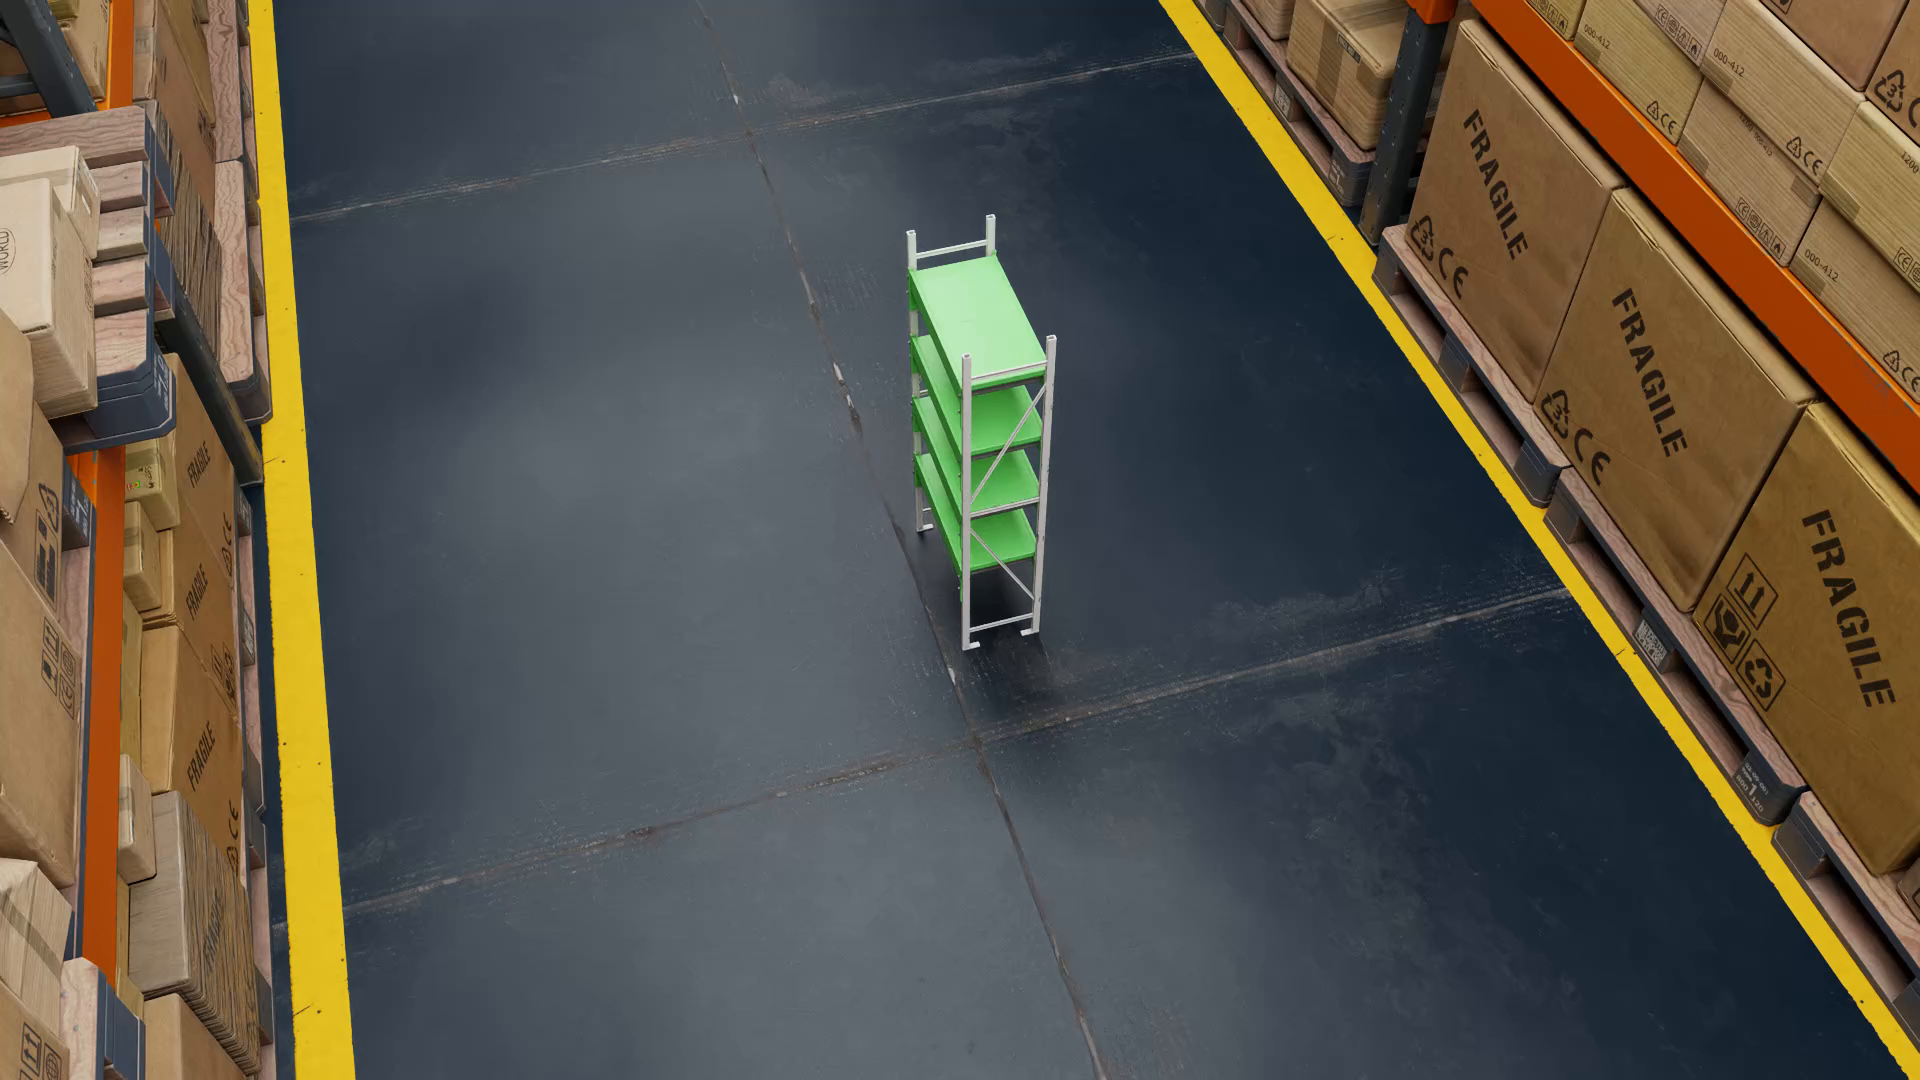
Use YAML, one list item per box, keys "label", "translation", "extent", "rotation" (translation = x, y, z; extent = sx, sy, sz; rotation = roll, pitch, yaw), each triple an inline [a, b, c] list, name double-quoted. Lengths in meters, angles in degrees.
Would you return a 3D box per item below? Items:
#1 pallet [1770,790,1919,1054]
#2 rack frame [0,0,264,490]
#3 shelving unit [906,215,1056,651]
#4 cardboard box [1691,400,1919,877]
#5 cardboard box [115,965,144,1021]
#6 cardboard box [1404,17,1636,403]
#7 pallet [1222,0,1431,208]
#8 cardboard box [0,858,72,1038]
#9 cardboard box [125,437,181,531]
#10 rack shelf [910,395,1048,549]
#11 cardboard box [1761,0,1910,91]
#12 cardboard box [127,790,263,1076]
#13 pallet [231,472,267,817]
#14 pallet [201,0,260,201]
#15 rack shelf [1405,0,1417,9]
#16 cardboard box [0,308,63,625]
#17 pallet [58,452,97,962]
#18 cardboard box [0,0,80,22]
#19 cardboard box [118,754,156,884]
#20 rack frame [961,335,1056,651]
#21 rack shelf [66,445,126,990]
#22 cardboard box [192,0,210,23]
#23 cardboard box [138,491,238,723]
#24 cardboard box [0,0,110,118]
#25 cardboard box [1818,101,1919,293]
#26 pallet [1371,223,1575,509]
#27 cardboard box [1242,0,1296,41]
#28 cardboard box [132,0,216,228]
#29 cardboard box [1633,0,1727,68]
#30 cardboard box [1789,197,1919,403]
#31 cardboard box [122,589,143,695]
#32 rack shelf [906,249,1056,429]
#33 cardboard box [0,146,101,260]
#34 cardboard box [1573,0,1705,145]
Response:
- label: "pallet"
  translation: [2.867, 1.070, 4.210]
  extent: [1.003, 0.211, 1.213]
  rotation: [-13, 51, -11]
- label: "rack frame"
  translation: [-2.756, -1.079, 4.198]
  extent: [1.000, 3.000, 0.127]
  rotation: [-13, 51, -11]
- label: "shelving unit"
  translation: [0.049, -0.266, 4.689]
  extent: [0.258, 1.200, 0.503]
  rotation: [-13, 51, -11]
- label: "cardboard box"
  translation: [2.633, 0.174, 4.256]
  extent: [0.875, 0.875, 0.875]
  rotation: [-12, 51, -10]
- label: "cardboard box"
  translation: [-1.871, 1.042, 3.345]
  extent: [0.380, 0.149, 0.250]
  rotation: [-12, 51, -10]
- label: "cardboard box"
  translation: [2.109, -1.131, 5.357]
  extent: [0.875, 0.875, 0.875]
  rotation: [-14, 51, -11]
- label: "pallet"
  translation: [1.755, -1.876, 6.694]
  extent: [1.003, 0.211, 1.213]
  rotation: [-13, 51, -11]
- label: "cardboard box"
  translation: [-1.617, 0.649, 2.554]
  extent: [0.396, 0.266, 0.258]
  rotation: [-11, 51, -9]
- label: "cardboard box"
  translation: [-2.258, -0.122, 4.327]
  extent: [0.380, 0.149, 0.250]
  rotation: [-16, 52, -13]
- label: "rack shelf"
  translation: [0.049, -0.225, 4.738]
  extent: [0.258, 0.148, 0.480]
  rotation: [-13, 51, -11]
- label: "cardboard box"
  translation: [2.191, -1.401, 3.750]
  extent: [0.500, 0.500, 0.500]
  rotation: [-12, 51, -10]
- label: "cardboard box"
  translation: [-1.959, 0.976, 3.825]
  extent: [0.500, 0.500, 0.500]
  rotation: [-15, 51, -12]
- label: "pallet"
  translation: [-2.571, 0.374, 4.797]
  extent: [1.003, 0.211, 1.213]
  rotation: [-13, 51, -11]
- label: "pallet"
  translation: [-3.319, -1.680, 6.528]
  extent: [1.003, 0.211, 1.213]
  rotation: [-13, 51, -11]
- label: "rack shelf"
  translation: [1.393, -3.433, 6.653]
  extent: [1.077, 0.370, 4.000]
  rotation: [-13, 51, -11]
- label: "cardboard box"
  translation: [-2.097, -0.097, 3.028]
  extent: [0.797, 0.503, 0.637]
  rotation: [-14, 51, -12]
- label: "pallet"
  translation: [-2.177, 0.402, 3.074]
  extent: [1.003, 0.211, 1.213]
  rotation: [-13, 51, -11]
- label: "cardboard box"
  translation: [-2.630, -1.577, 4.388]
  extent: [0.500, 0.250, 0.500]
  rotation: [-13, 51, -11]
- label: "cardboard box"
  translation: [-2.003, 0.661, 3.667]
  extent: [0.380, 0.149, 0.250]
  rotation: [-16, 52, -13]
- label: "rack frame"
  translation: [0.121, -0.088, 4.539]
  extent: [0.240, 1.200, 0.015]
  rotation: [-13, 51, -11]
- label: "rack shelf"
  translation: [-2.165, 0.614, 3.241]
  extent: [1.077, 0.370, 4.000]
  rotation: [-13, 51, -11]
- label: "cardboard box"
  translation: [-3.552, -2.423, 6.609]
  extent: [0.875, 0.625, 0.625]
  rotation: [-14, 51, -11]
- label: "cardboard box"
  translation: [-2.288, 0.220, 4.463]
  extent: [0.500, 0.500, 0.500]
  rotation: [-14, 51, -12]
- label: "cardboard box"
  translation: [-2.654, -1.410, 4.575]
  extent: [0.500, 0.250, 0.500]
  rotation: [-13, 51, -11]
- label: "cardboard box"
  translation: [2.323, -0.773, 3.711]
  extent: [0.500, 0.250, 0.500]
  rotation: [-13, 51, -10]
- label: "pallet"
  translation: [2.146, -0.712, 5.712]
  extent: [1.003, 0.211, 1.213]
  rotation: [-13, 51, -11]
- label: "cardboard box"
  translation: [1.601, -2.444, 6.793]
  extent: [0.950, 0.372, 0.625]
  rotation: [-14, 51, -12]
- label: "cardboard box"
  translation: [-3.128, -1.383, 5.732]
  extent: [0.875, 0.625, 0.625]
  rotation: [-12, 51, -10]
- label: "cardboard box"
  translation: [2.050, -1.513, 4.335]
  extent: [0.500, 0.250, 0.500]
  rotation: [-12, 51, -10]
- label: "cardboard box"
  translation: [2.356, -0.626, 3.914]
  extent: [0.500, 0.250, 0.500]
  rotation: [-13, 51, -11]
- label: "cardboard box"
  translation: [-2.187, 0.284, 3.985]
  extent: [0.380, 0.149, 0.250]
  rotation: [-12, 51, -10]
- label: "rack shelf"
  translation: [0.049, -0.534, 4.371]
  extent: [0.258, 0.148, 0.480]
  rotation: [-13, 51, -11]
- label: "cardboard box"
  translation: [-2.195, -0.740, 3.802]
  extent: [0.380, 0.149, 0.250]
  rotation: [-12, 51, -10]
- label: "cardboard box"
  translation: [2.058, -1.370, 4.541]
  extent: [0.500, 0.250, 0.500]
  rotation: [-15, 51, -12]
